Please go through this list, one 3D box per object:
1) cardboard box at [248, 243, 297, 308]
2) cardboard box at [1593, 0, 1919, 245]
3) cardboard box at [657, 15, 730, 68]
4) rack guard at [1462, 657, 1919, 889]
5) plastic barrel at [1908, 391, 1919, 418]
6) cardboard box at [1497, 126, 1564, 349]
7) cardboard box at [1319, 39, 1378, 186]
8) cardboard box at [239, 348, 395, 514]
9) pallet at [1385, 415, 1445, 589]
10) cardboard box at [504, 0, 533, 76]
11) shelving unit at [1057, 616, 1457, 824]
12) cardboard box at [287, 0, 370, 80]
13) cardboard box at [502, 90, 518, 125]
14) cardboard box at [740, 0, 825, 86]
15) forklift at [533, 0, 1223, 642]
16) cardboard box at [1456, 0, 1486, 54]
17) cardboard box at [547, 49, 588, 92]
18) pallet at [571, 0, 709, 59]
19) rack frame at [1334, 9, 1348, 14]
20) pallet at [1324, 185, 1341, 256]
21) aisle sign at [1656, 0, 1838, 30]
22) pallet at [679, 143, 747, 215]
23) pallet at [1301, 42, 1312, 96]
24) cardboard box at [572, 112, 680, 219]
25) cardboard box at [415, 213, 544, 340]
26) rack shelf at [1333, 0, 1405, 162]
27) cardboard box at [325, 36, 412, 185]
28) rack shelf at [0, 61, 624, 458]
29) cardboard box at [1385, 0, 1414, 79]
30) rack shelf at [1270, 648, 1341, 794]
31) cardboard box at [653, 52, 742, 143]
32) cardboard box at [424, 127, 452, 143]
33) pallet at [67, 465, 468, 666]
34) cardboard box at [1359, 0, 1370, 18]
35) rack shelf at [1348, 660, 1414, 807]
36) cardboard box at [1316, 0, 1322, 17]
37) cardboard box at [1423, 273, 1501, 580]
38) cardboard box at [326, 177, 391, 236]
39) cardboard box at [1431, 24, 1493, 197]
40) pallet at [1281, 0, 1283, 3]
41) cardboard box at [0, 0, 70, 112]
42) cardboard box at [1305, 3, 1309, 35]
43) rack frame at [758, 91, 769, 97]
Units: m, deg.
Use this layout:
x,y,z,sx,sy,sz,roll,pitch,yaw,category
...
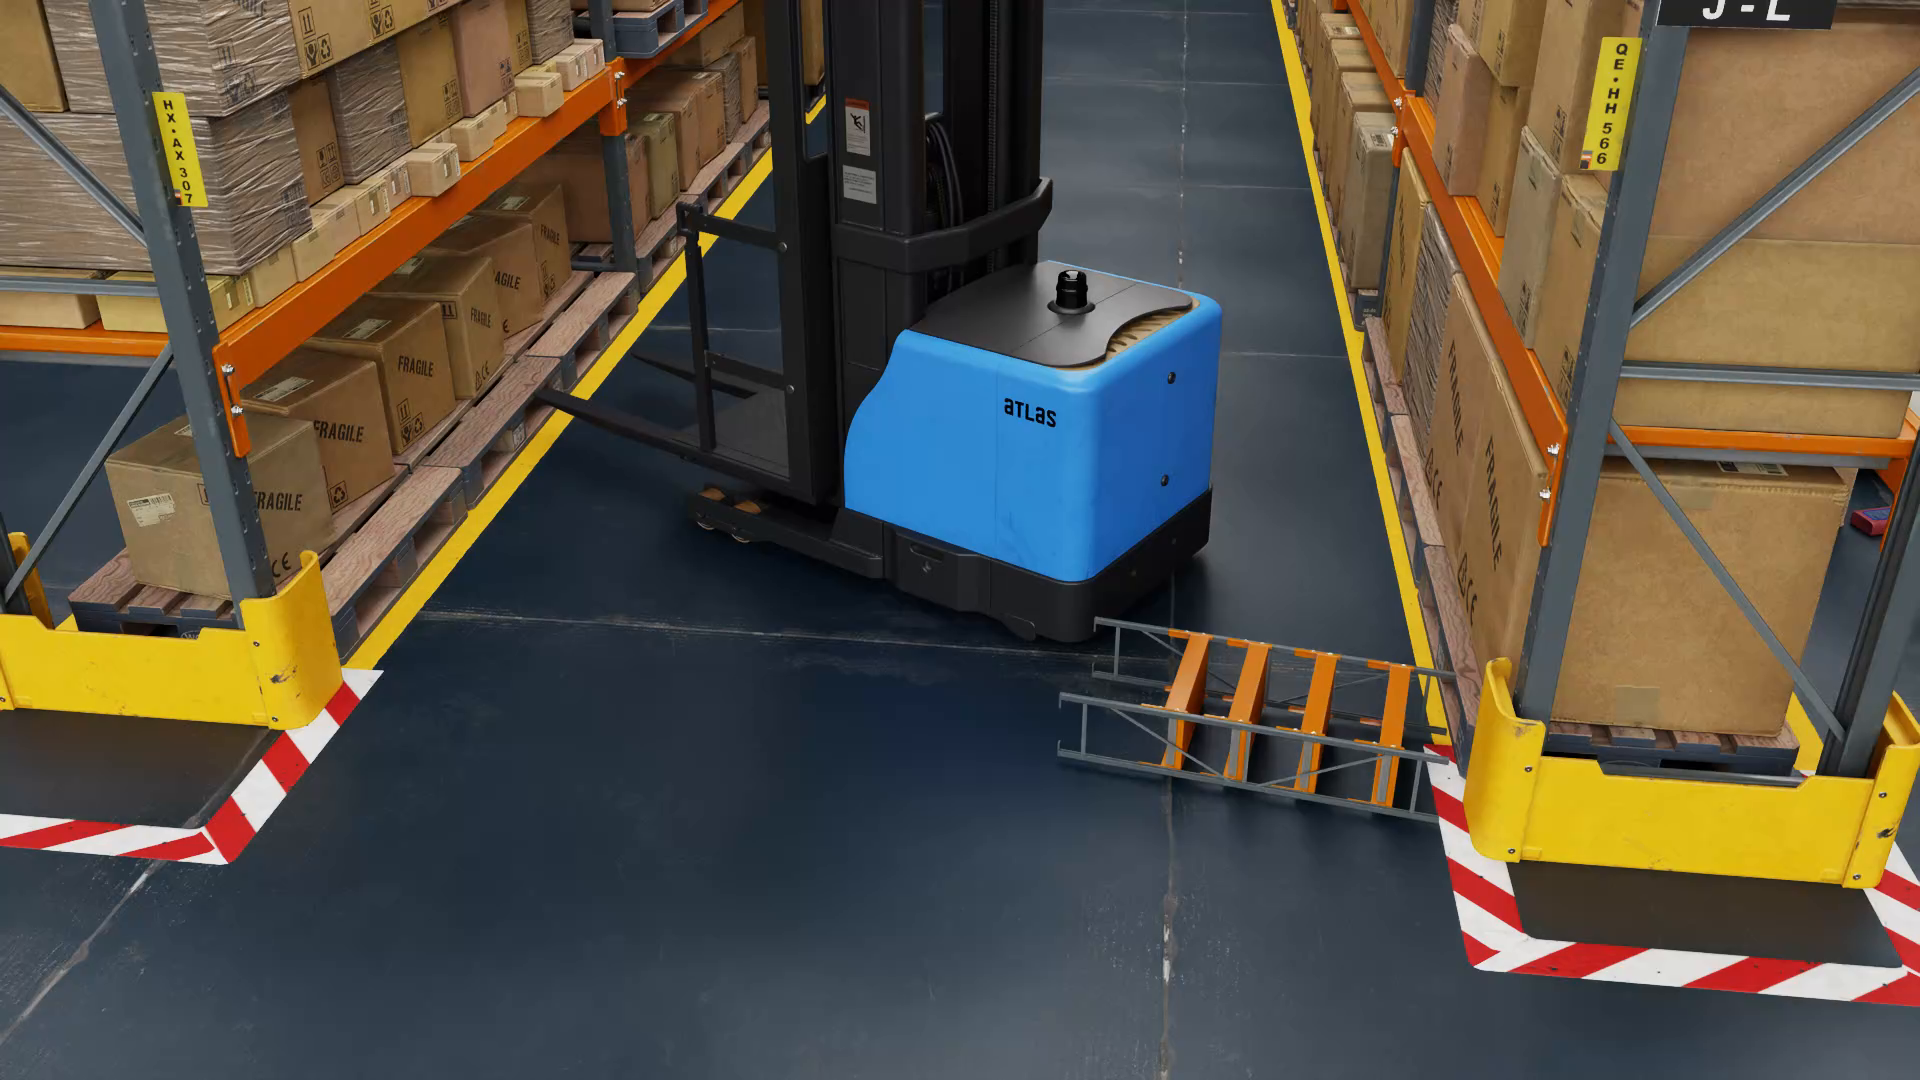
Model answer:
x,y,z,sx,sy,sz,roll,pitch,yaw,category
-2.440,-0.886,5.498,0.380,0.149,0.250,3,28,6,cardboard box
2.233,-1.138,4.403,0.875,0.550,0.550,3,28,6,cardboard box
-1.888,-3.382,11.246,0.500,0.250,0.500,7,29,12,cardboard box
2.146,0.687,4.947,1.175,0.500,0.348,3,28,6,rack guard
4.023,-0.550,7.324,0.421,0.421,0.512,-24,36,-37,plastic barrel
2.195,-0.928,5.151,0.875,0.550,0.550,3,28,6,cardboard box
2.862,-2.691,10.512,1.050,0.750,0.750,4,29,7,cardboard box
-2.629,-0.421,6.561,0.500,0.500,0.500,11,30,19,cardboard box
2.322,-0.150,6.806,1.003,0.211,1.213,3,28,6,pallet
-2.484,-2.376,7.579,0.875,0.500,0.500,3,28,6,cardboard box
0.963,0.565,5.392,1.200,0.258,0.503,8,29,15,shelving unit
-2.355,-1.853,5.554,0.500,0.500,0.500,3,28,6,cardboard box
-2.217,-1.949,7.469,0.380,0.149,0.250,3,28,6,cardboard box
-1.676,-4.099,12.993,1.225,0.875,0.875,2,28,4,cardboard box
-0.507,-1.463,6.376,3.031,2.935,1.130,19,34,31,forklift
2.405,-2.165,6.310,0.875,0.550,0.550,3,28,6,cardboard box
-2.046,-2.297,8.116,0.380,0.149,0.250,3,28,6,cardboard box
-2.033,-2.910,9.191,1.003,0.211,1.213,3,28,6,pallet
3.129,-4.190,11.365,1.000,3.000,0.127,3,28,6,rack frame
2.806,-2.023,10.283,1.003,0.211,1.213,3,28,6,pallet
1.843,-1.553,3.729,0.394,0.787,0.004,3,28,6,aisle sign
-2.030,-2.358,10.904,1.003,0.211,1.213,3,28,6,pallet
3.379,-3.903,13.772,1.003,0.211,1.213,3,28,6,pallet
-2.097,-2.247,9.931,0.700,0.500,0.500,3,28,6,cardboard box
-2.422,-1.271,8.140,0.500,0.500,0.500,13,31,22,cardboard box
2.884,-2.932,9.788,1.077,0.370,4.000,3,28,6,rack shelf
-2.620,-1.668,6.264,0.875,0.500,0.500,3,28,6,cardboard box
-2.516,-1.385,6.916,1.077,0.370,4.000,3,28,6,rack shelf
2.438,-2.612,8.331,0.500,0.500,0.500,3,28,6,cardboard box
1.113,0.587,5.351,0.148,0.258,0.480,8,29,15,rack shelf
-1.898,-3.041,11.403,0.700,0.500,0.500,1,28,2,cardboard box
-2.310,-1.596,6.814,0.380,0.149,0.250,3,28,6,cardboard box
-2.617,0.051,6.432,1.003,0.211,1.213,3,28,6,pallet
2.622,-3.327,9.658,0.500,0.500,0.500,3,28,6,cardboard box
1.339,0.620,5.290,0.148,0.258,0.480,8,29,15,rack shelf
3.004,-4.180,12.749,0.500,0.250,0.500,4,29,7,cardboard box
2.272,-0.411,6.148,0.875,0.875,0.875,3,28,5,cardboard box
-2.347,-1.239,6.153,0.380,0.149,0.250,3,28,6,cardboard box
2.378,-1.691,6.569,0.875,0.550,0.550,3,28,6,cardboard box
3.814,-5.739,17.181,1.003,0.211,1.213,3,28,6,pallet
-2.939,-1.649,5.174,0.500,0.500,0.500,3,28,6,cardboard box
3.152,-4.328,13.814,0.500,0.500,0.500,4,29,7,cardboard box
-1.781,-4.526,11.988,1.000,3.000,0.127,3,28,6,rack frame
